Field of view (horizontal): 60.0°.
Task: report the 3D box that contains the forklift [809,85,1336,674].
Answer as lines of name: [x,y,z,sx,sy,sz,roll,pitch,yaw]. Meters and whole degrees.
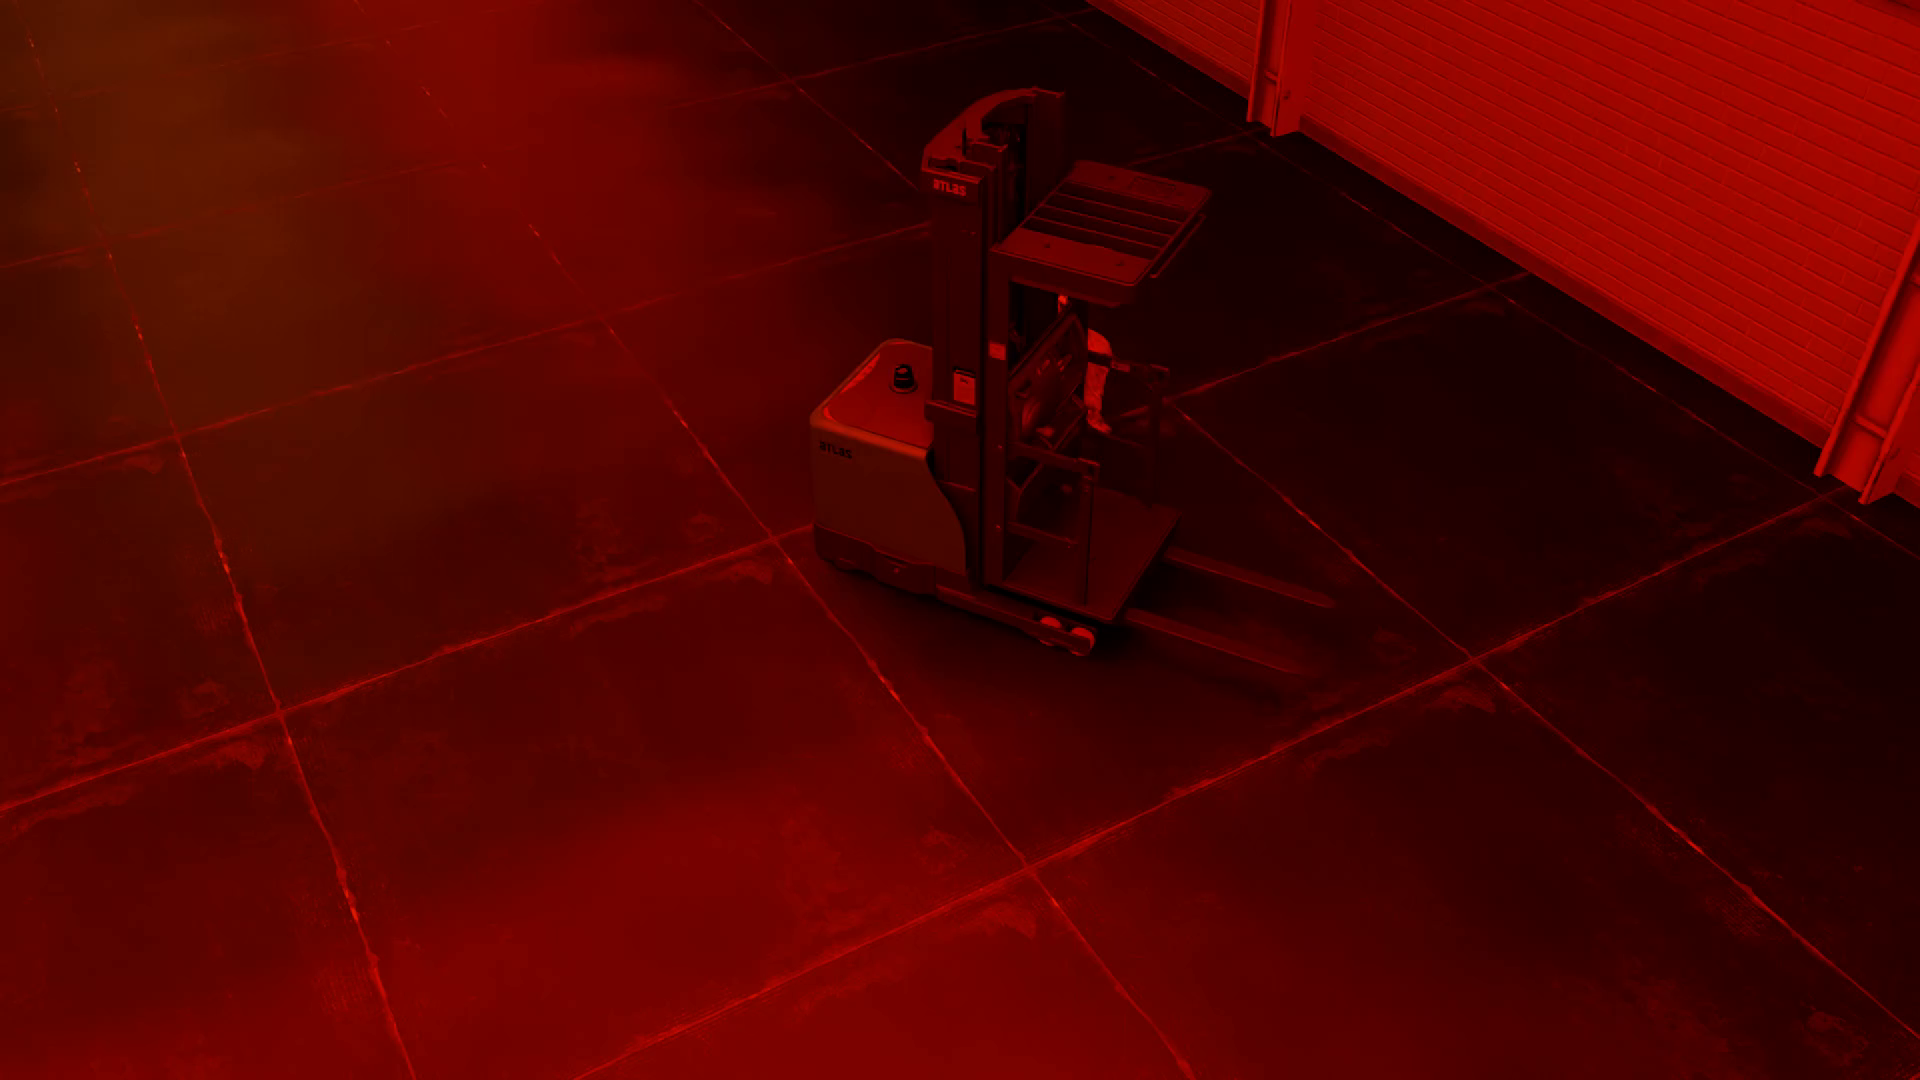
forklift: [0.666,-0.854,9.065,3.031,2.935,1.130,18,43,21]

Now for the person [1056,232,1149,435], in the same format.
person: [0.792,-1.325,10.799,0.881,1.434,0.921,-2,40,-3]
